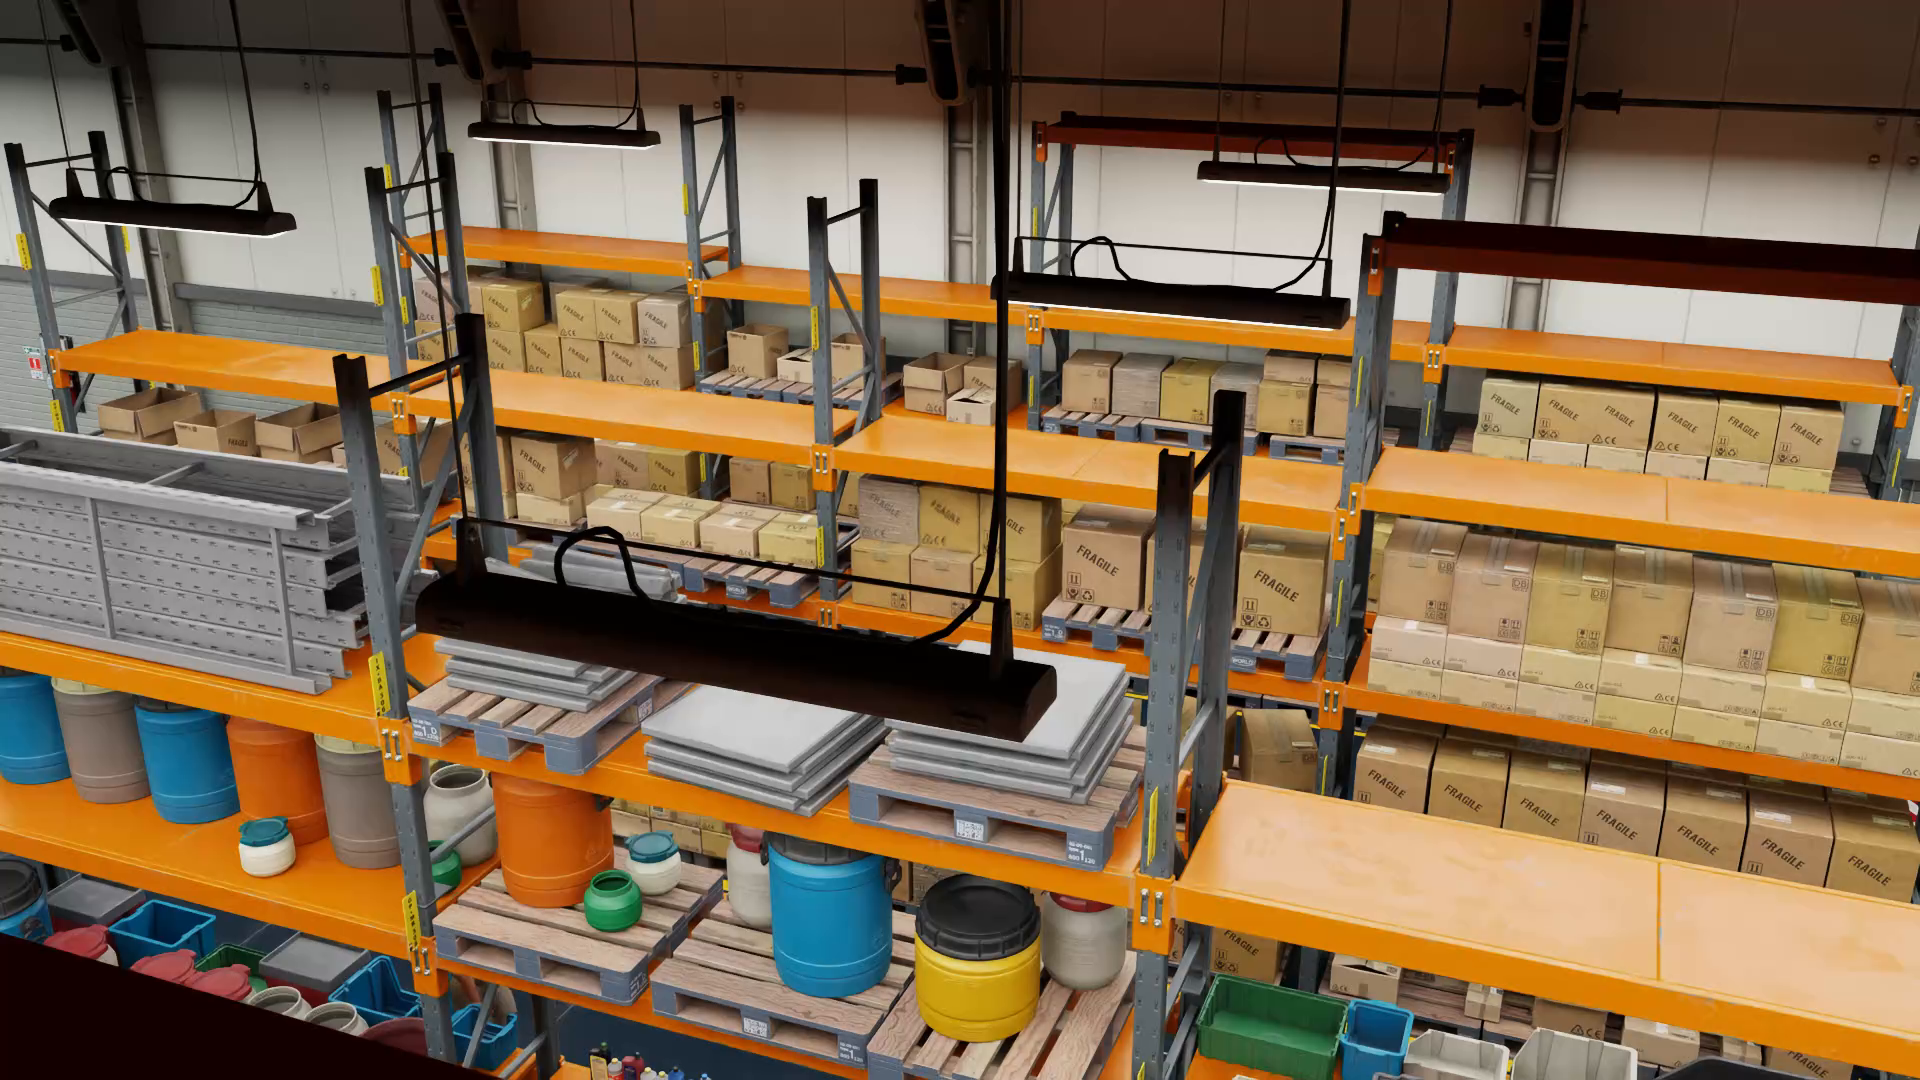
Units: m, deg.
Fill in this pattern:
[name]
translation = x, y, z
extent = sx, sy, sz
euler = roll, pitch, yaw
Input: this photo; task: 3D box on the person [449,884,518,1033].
[person]
translation = -3.439, 3.167, 11.751
extent = 0.599, 1.784, 0.545
euler = 6, 22, 15
